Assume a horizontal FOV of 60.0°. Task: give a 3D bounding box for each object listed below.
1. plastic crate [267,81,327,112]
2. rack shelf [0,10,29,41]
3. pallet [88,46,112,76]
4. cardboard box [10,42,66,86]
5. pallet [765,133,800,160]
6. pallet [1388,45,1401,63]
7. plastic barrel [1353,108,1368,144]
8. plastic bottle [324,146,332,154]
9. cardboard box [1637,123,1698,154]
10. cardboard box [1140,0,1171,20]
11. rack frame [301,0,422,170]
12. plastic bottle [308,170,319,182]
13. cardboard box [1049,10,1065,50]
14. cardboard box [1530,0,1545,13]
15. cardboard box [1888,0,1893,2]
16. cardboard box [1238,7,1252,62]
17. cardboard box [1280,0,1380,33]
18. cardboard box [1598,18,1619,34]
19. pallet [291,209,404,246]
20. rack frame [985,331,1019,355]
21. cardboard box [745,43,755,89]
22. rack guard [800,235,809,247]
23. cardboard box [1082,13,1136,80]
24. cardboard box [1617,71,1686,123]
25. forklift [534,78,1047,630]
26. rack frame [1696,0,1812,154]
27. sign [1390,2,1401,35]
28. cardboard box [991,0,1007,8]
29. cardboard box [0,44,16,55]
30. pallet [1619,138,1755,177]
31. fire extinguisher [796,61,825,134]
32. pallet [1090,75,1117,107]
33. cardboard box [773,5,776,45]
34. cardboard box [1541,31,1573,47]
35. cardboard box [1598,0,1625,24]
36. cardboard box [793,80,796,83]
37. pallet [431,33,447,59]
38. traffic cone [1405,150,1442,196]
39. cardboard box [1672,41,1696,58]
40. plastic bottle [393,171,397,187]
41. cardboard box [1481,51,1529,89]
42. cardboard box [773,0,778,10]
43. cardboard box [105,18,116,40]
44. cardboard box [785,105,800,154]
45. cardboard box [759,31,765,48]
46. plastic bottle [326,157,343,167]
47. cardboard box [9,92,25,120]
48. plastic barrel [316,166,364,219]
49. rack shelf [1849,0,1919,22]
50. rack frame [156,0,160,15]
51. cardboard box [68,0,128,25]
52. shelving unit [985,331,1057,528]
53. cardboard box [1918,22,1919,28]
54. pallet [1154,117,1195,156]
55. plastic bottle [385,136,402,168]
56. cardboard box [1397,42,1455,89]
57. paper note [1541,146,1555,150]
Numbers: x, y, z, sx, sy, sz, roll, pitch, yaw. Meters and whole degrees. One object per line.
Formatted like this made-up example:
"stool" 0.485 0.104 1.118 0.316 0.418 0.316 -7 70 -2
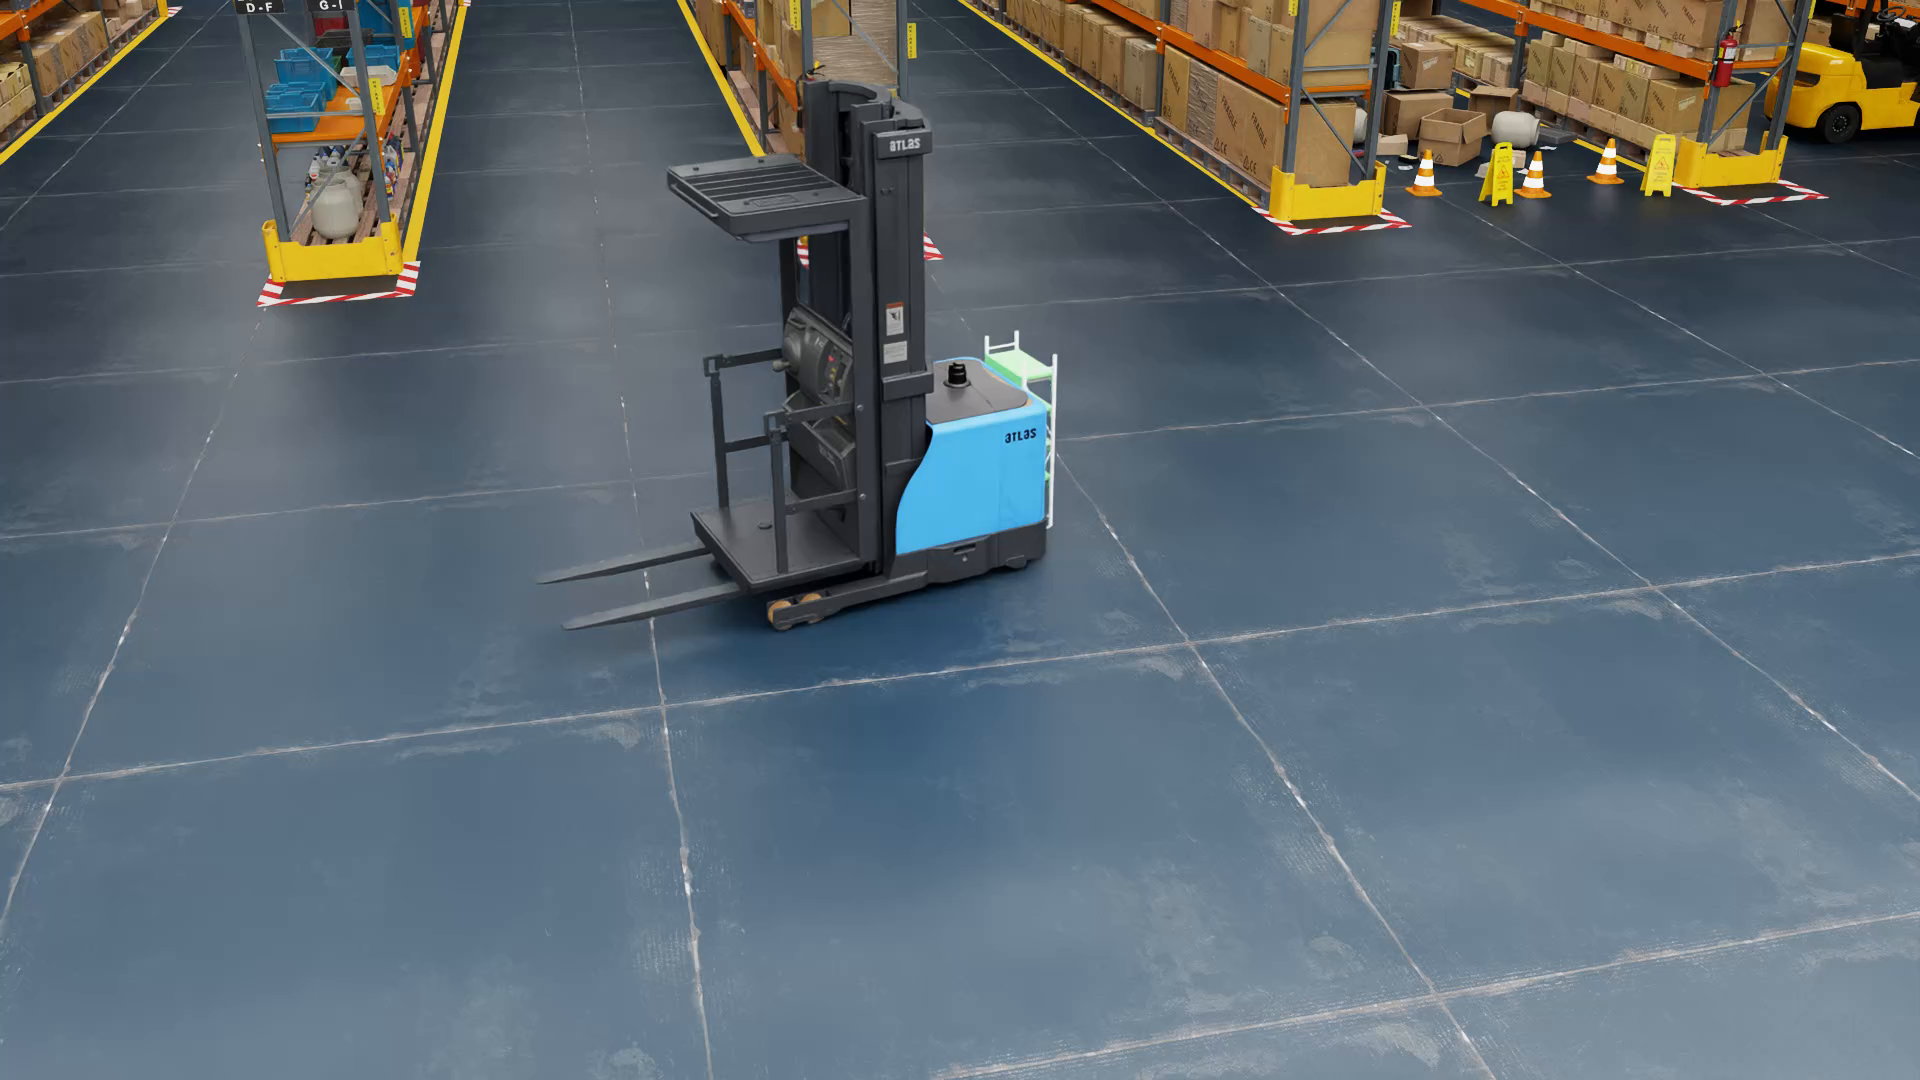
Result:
"plastic crate" -6.371 -4.251 16.008 0.499 0.251 0.408 -6 27 -12
"rack shelf" -12.004 -5.654 19.421 1.077 0.370 4.000 -6 27 -12
"pallet" -13.136 -7.011 24.406 1.003 0.211 1.213 -6 27 -12
"cardboard box" -12.403 -6.392 22.370 0.500 0.500 0.500 -7 28 -13
"pallet" -1.716 -4.565 19.561 1.003 0.211 1.213 -6 27 -12
"pallet" 7.027 -7.276 24.930 1.003 0.211 1.213 -6 27 -12
"plastic barrel" 4.704 -5.068 20.322 0.512 0.421 0.421 13 30 24
"plastic bottle" -6.949 -4.216 18.225 0.144 0.351 0.185 -5 27 -10
"cardboard box" 8.205 -4.650 19.219 0.500 0.250 0.500 -6 27 -12
"cardboard box" 2.576 -6.807 20.797 0.500 0.500 0.500 -6 27 -12
"rack frame" -6.727 -5.598 18.513 1.000 3.000 0.127 -6 27 -12
"plastic bottle" -6.697 -3.698 17.282 0.152 0.276 0.135 -6 27 -11
"cardboard box" 1.649 -7.651 24.887 0.500 0.500 0.500 -6 27 -12
"cardboard box" 7.512 -6.825 21.221 0.380 0.149 0.250 -6 27 -12
"cardboard box" 12.434 -7.437 22.044 0.500 0.500 0.500 -7 28 -13
"cardboard box" 3.578 -5.528 18.206 0.875 0.550 0.550 -6 27 -12
"cardboard box" 3.809 -5.521 16.994 0.875 0.550 0.550 -6 27 -12
"cardboard box" 7.875 -6.154 19.893 0.380 0.149 0.250 -6 27 -12
"pallet" -6.066 -2.983 16.426 1.003 0.211 1.213 -6 27 -12
"rack frame" 0.270 -0.794 10.991 0.240 1.200 0.015 -13 30 -24
"cardboard box" -2.495 -6.404 22.394 0.700 0.500 0.500 -8 28 -16
"rack guard" -1.017 -3.263 16.660 1.175 0.500 0.348 -6 27 -12
"cardboard box" 2.302 -6.840 23.003 1.050 0.750 0.750 -6 27 -11
"cardboard box" 8.100 -5.200 19.478 0.500 0.500 0.500 -5 27 -10
"forklift" -1.011 -1.056 9.589 3.031 2.935 1.130 -13 30 -24
"rack frame" 8.655 -5.352 18.024 1.000 3.000 0.127 -6 27 -12
"sign" 4.397 -5.280 16.834 0.100 0.325 0.005 -6 27 -12
"cardboard box" 0.731 -9.125 28.198 0.380 0.149 0.250 -6 27 -11
"cardboard box" -12.895 -6.320 22.229 0.500 0.500 0.500 -5 27 -10
"pallet" 8.489 -4.500 19.432 1.003 0.211 1.213 -6 27 -12
"fire extinguisher" -1.423 -4.214 15.855 0.296 0.674 0.183 -6 27 -12
"pallet" 2.428 -6.184 22.767 1.003 0.211 1.213 -6 27 -12
"cardboard box" -1.571 -5.643 18.159 0.875 0.500 0.500 -6 27 -12
"cardboard box" 7.593 -6.345 21.025 0.380 0.149 0.250 -6 27 -11
"cardboard box" 7.951 -6.404 19.668 0.500 0.500 0.500 -6 27 -11
"cardboard box" -1.563 -4.884 17.377 0.380 0.149 0.250 -6 27 -12
"pallet" -8.397 -7.523 25.420 1.003 0.211 1.213 -6 27 -12
"traffic cone" 5.119 -4.049 18.259 0.336 0.463 0.334 -6 27 -12
"cardboard box" 8.197 -5.482 18.561 0.380 0.149 0.250 -6 27 -12
"plastic bottle" -6.053 -3.855 17.676 0.097 0.201 0.097 0 27 0
"cardboard box" 7.633 -6.352 22.456 0.950 0.372 0.625 -6 27 -11
"cardboard box" -1.698 -5.845 17.450 0.500 0.500 0.500 -6 27 -12
"cardboard box" -13.240 -7.811 25.393 0.500 0.311 0.500 -6 27 -12
"cardboard box" -1.714 -4.743 19.125 0.500 0.500 0.500 2 27 5
"cardboard box" -2.102 -5.753 19.098 0.380 0.149 0.250 -6 27 -12
"plastic bottle" -6.672 -3.939 17.760 0.152 0.276 0.135 -6 27 -12
"cardboard box" -11.979 -5.381 20.667 0.500 0.250 0.500 -6 27 -12
"plastic barrel" -6.161 -3.420 16.493 0.421 0.512 0.421 0 27 0
"rack shelf" 13.040 -6.414 20.927 1.077 0.370 4.000 -6 27 -12
"rack frame" -14.258 -10.365 27.957 1.000 3.000 0.127 -6 27 -12
"cardboard box" -13.785 -8.515 26.574 0.797 0.503 0.637 -6 27 -12
"shelving unit" 0.383 -0.696 10.798 0.258 1.200 0.503 -13 30 -24
"cardboard box" 12.888 -6.823 22.415 0.500 0.250 0.500 -5 27 -11
"pallet" 3.049 -4.974 20.370 1.003 0.211 1.213 -6 27 -12
"plastic bottle" -6.258 -4.275 18.342 0.144 0.351 0.185 -7 28 -14
"cardboard box" 6.026 -6.136 21.511 0.500 0.500 0.500 -6 27 -12
"paper note" 7.119 -4.750 20.126 0.142 0.019 0.148 -16 31 -29
